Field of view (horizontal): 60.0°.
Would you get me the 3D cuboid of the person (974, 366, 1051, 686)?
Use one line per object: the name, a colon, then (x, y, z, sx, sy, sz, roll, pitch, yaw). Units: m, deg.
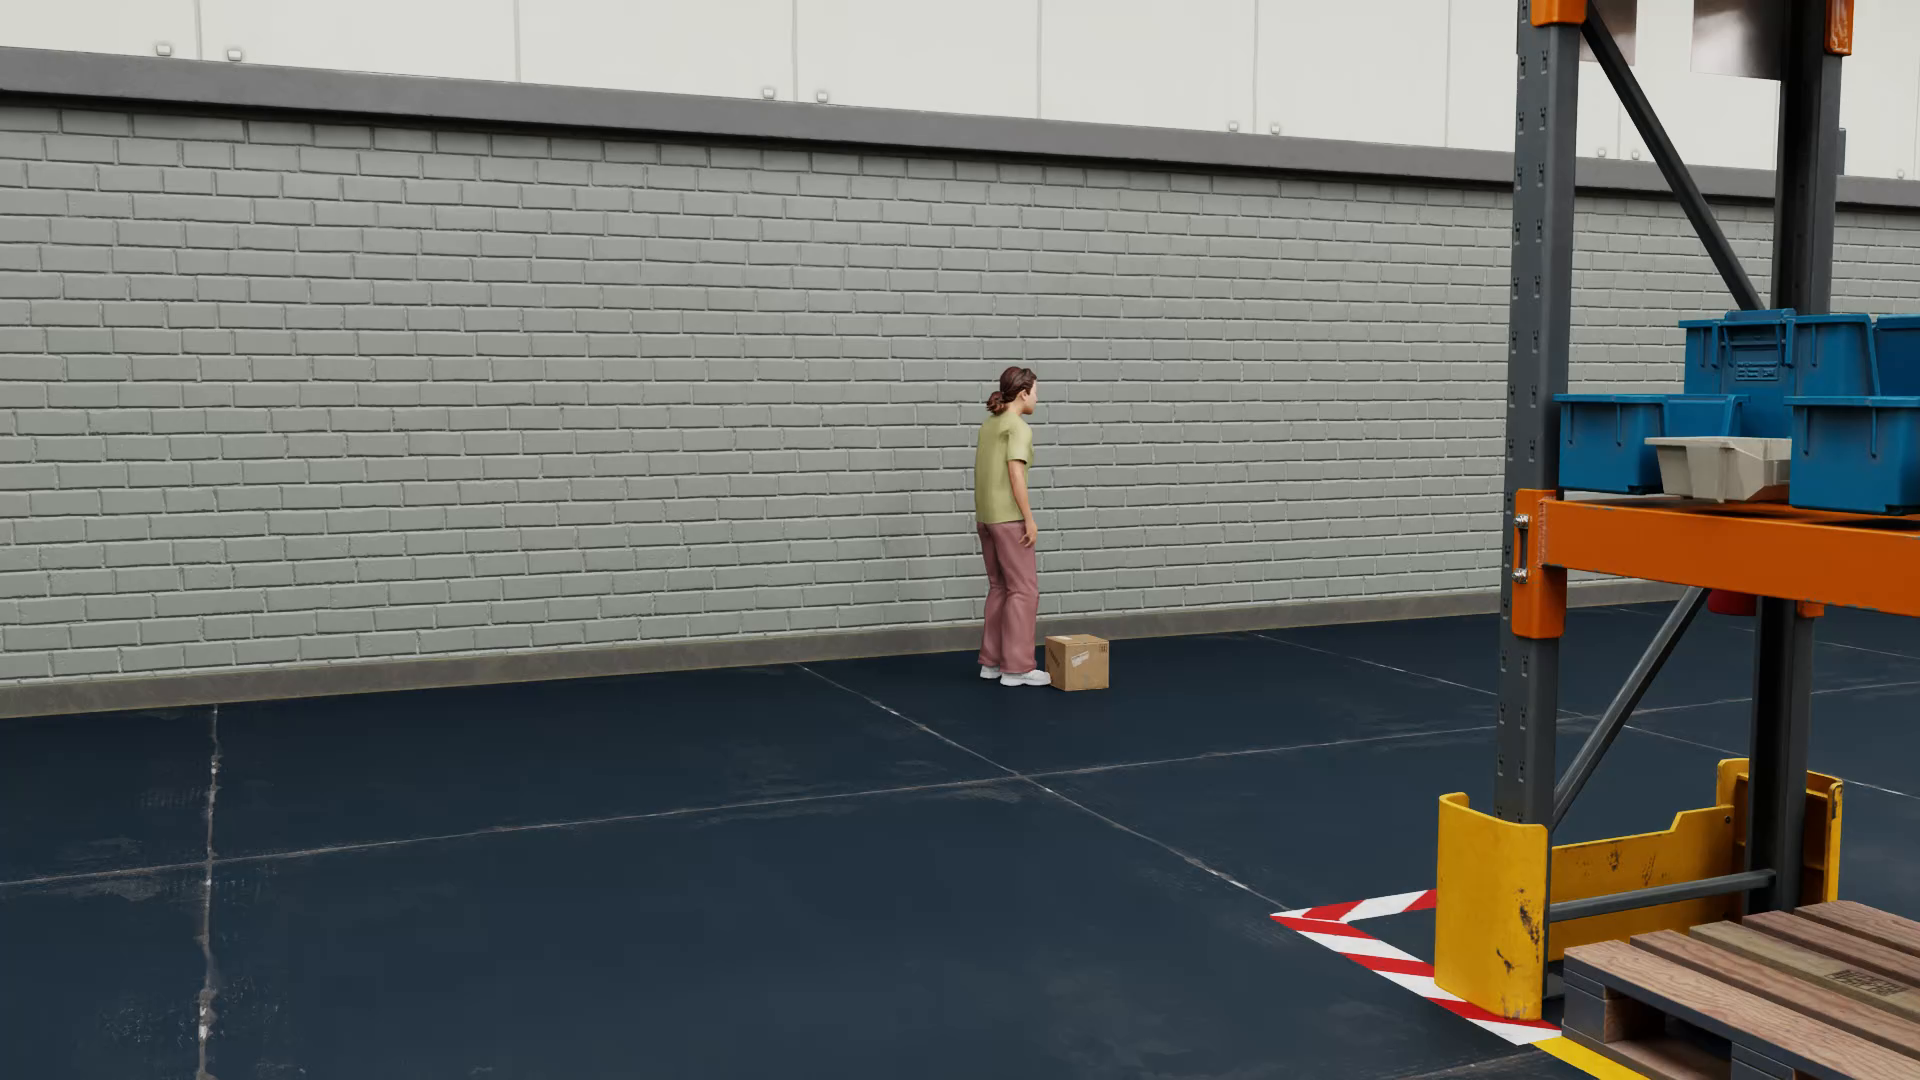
person: (0.269, -0.083, 8.832, 0.359, 1.673, 0.499, -2, 6, -23)
